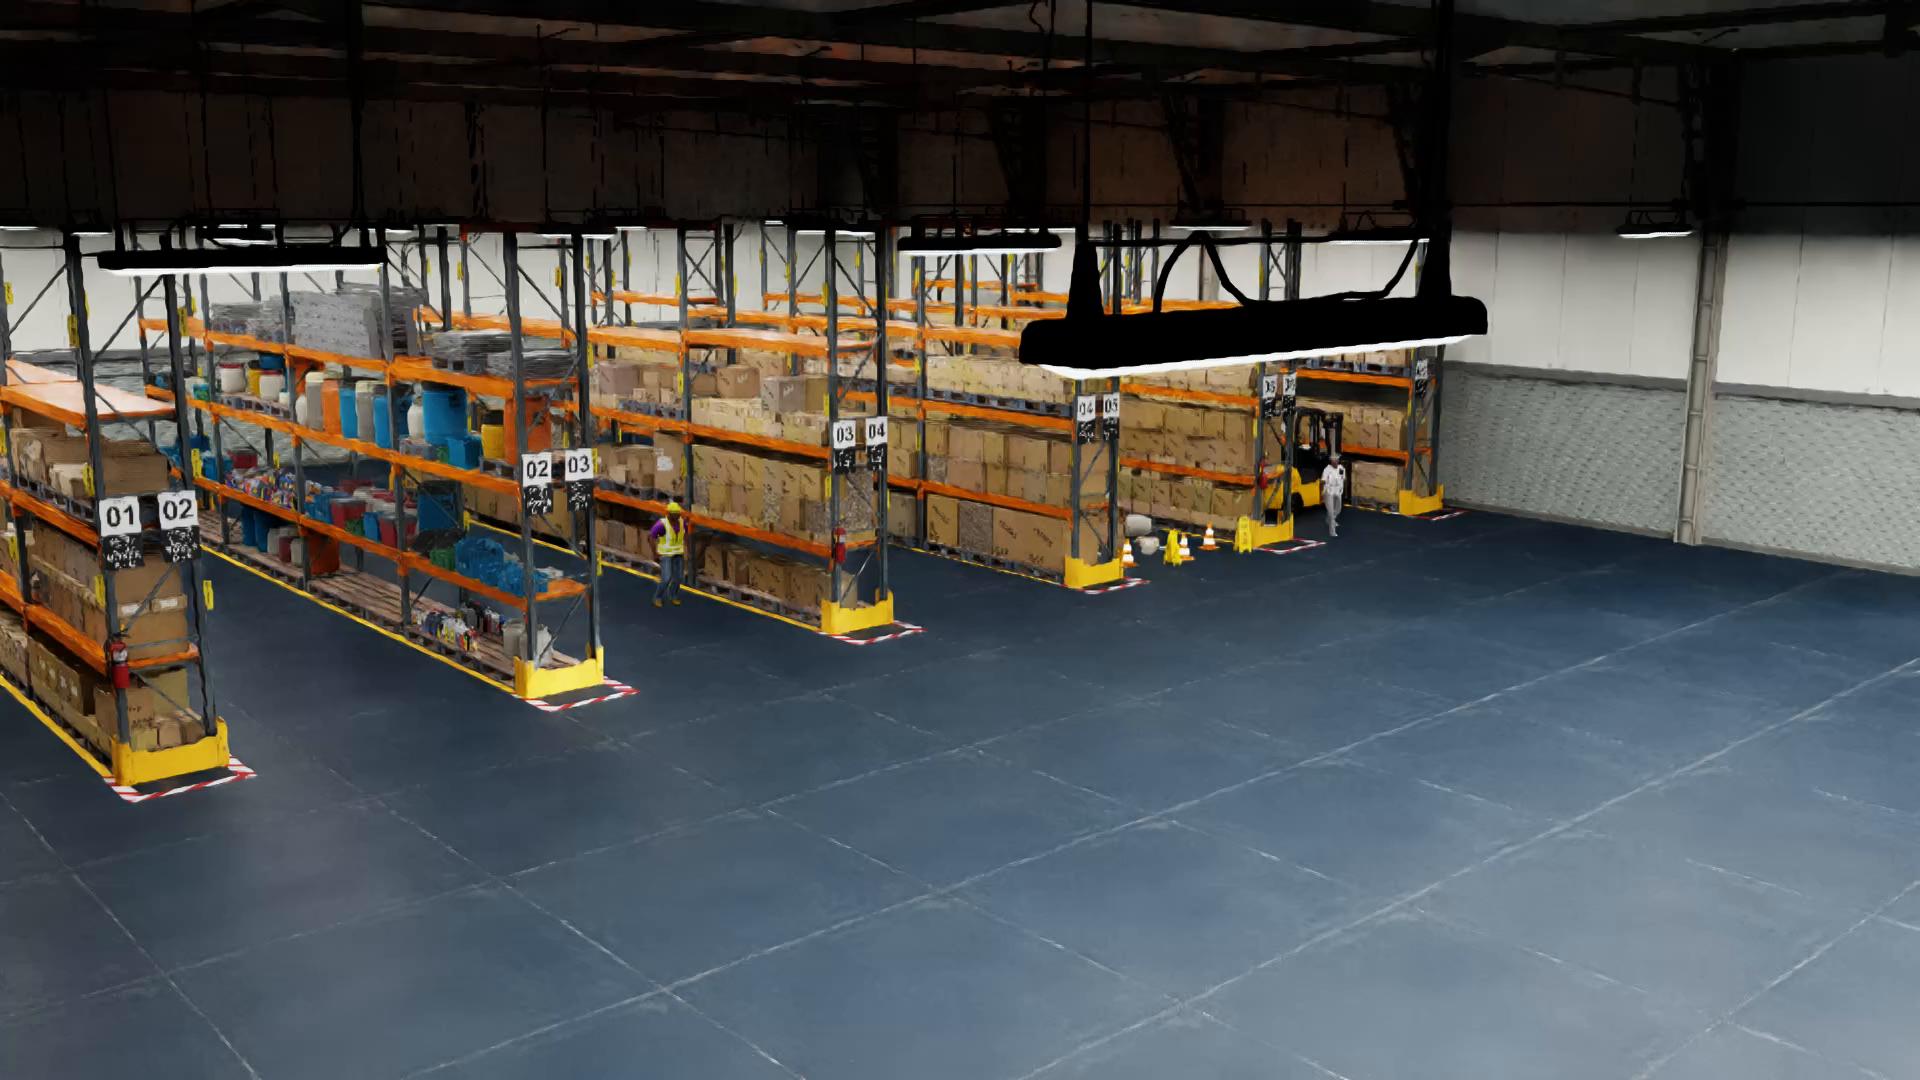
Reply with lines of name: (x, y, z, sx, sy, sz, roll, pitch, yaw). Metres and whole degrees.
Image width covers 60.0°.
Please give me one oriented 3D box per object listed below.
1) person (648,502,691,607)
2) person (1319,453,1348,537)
person: (-4.608, 0.220, 26.488, 0.719, 1.714, 0.578, -10, 15, -42)
person: (7.241, -0.930, 32.309, 0.560, 1.632, 0.891, -2, 12, -9)
